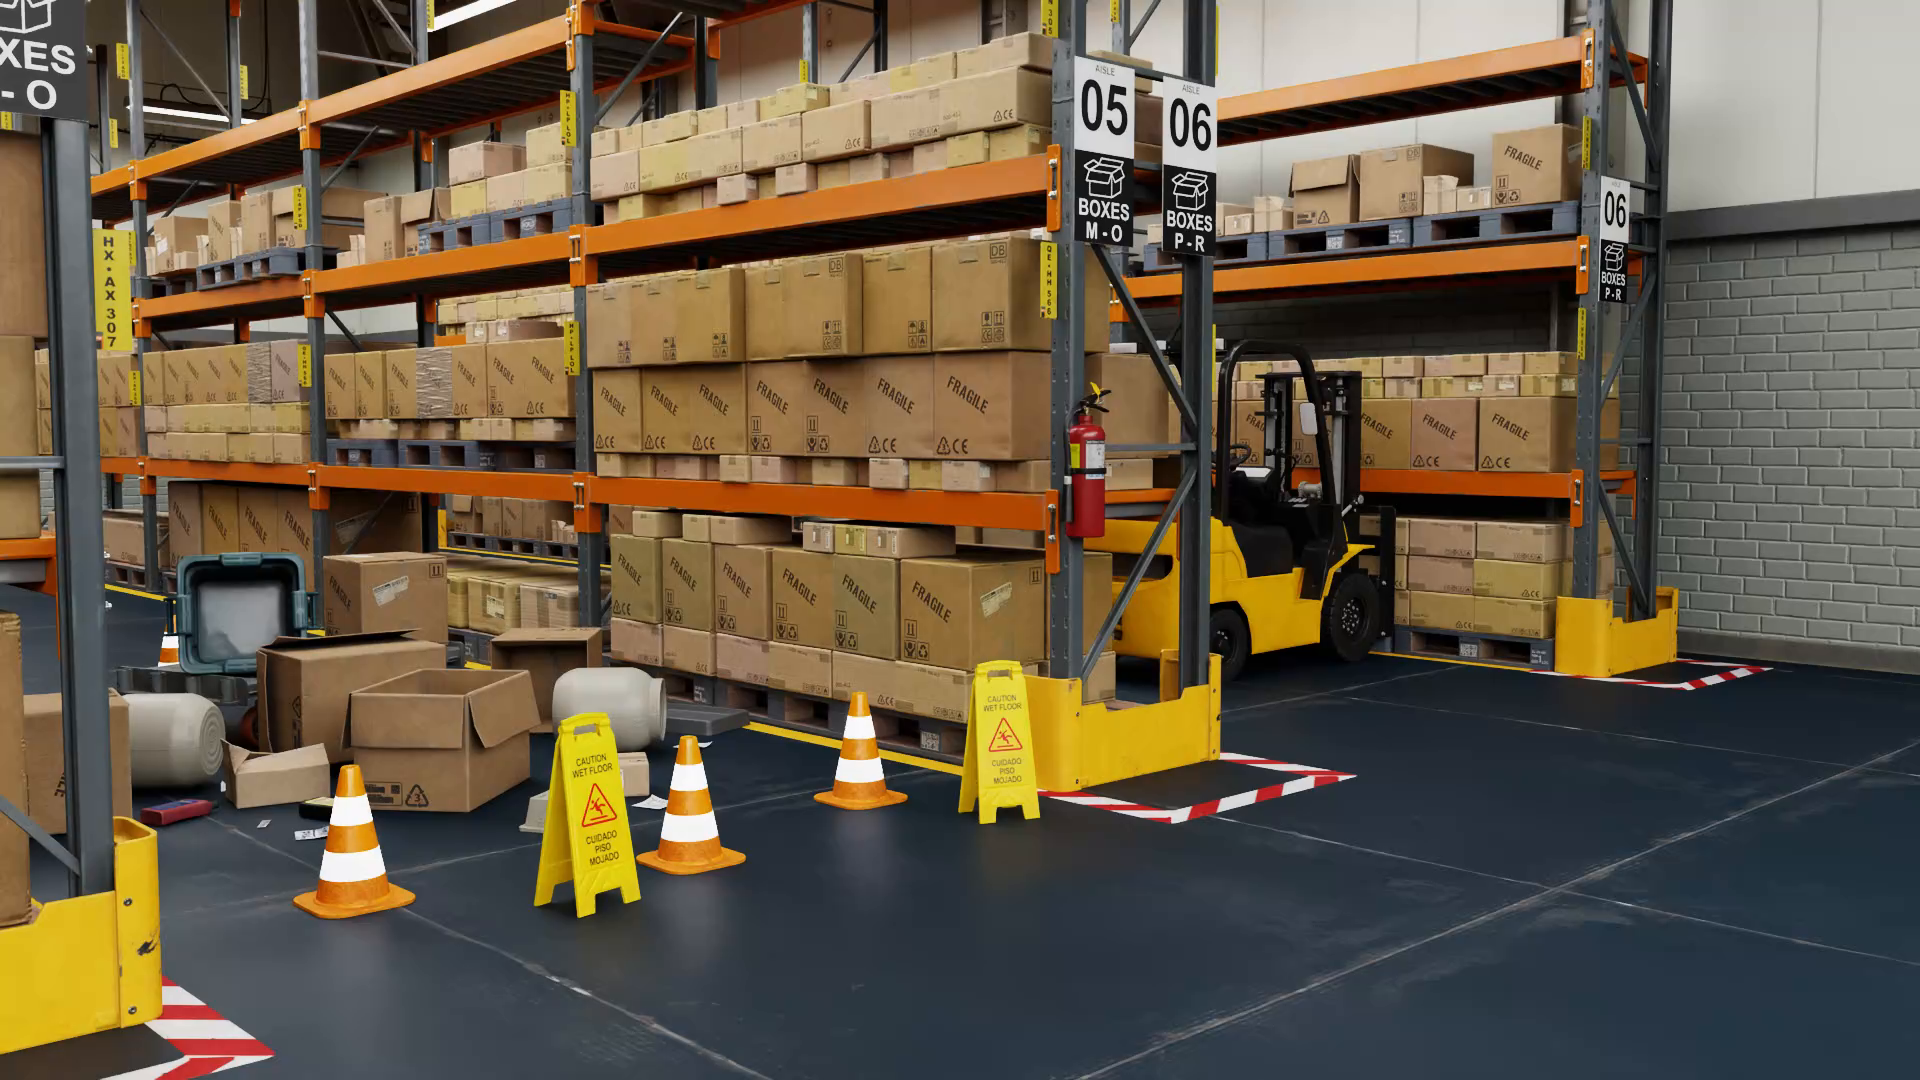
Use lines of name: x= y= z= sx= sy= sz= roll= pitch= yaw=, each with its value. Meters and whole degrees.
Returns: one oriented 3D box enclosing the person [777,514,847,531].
person: x=-1.074 y=-0.057 z=11.873 sx=0.486 sy=1.825 sz=0.594 roll=2 pitch=4 yaw=23
